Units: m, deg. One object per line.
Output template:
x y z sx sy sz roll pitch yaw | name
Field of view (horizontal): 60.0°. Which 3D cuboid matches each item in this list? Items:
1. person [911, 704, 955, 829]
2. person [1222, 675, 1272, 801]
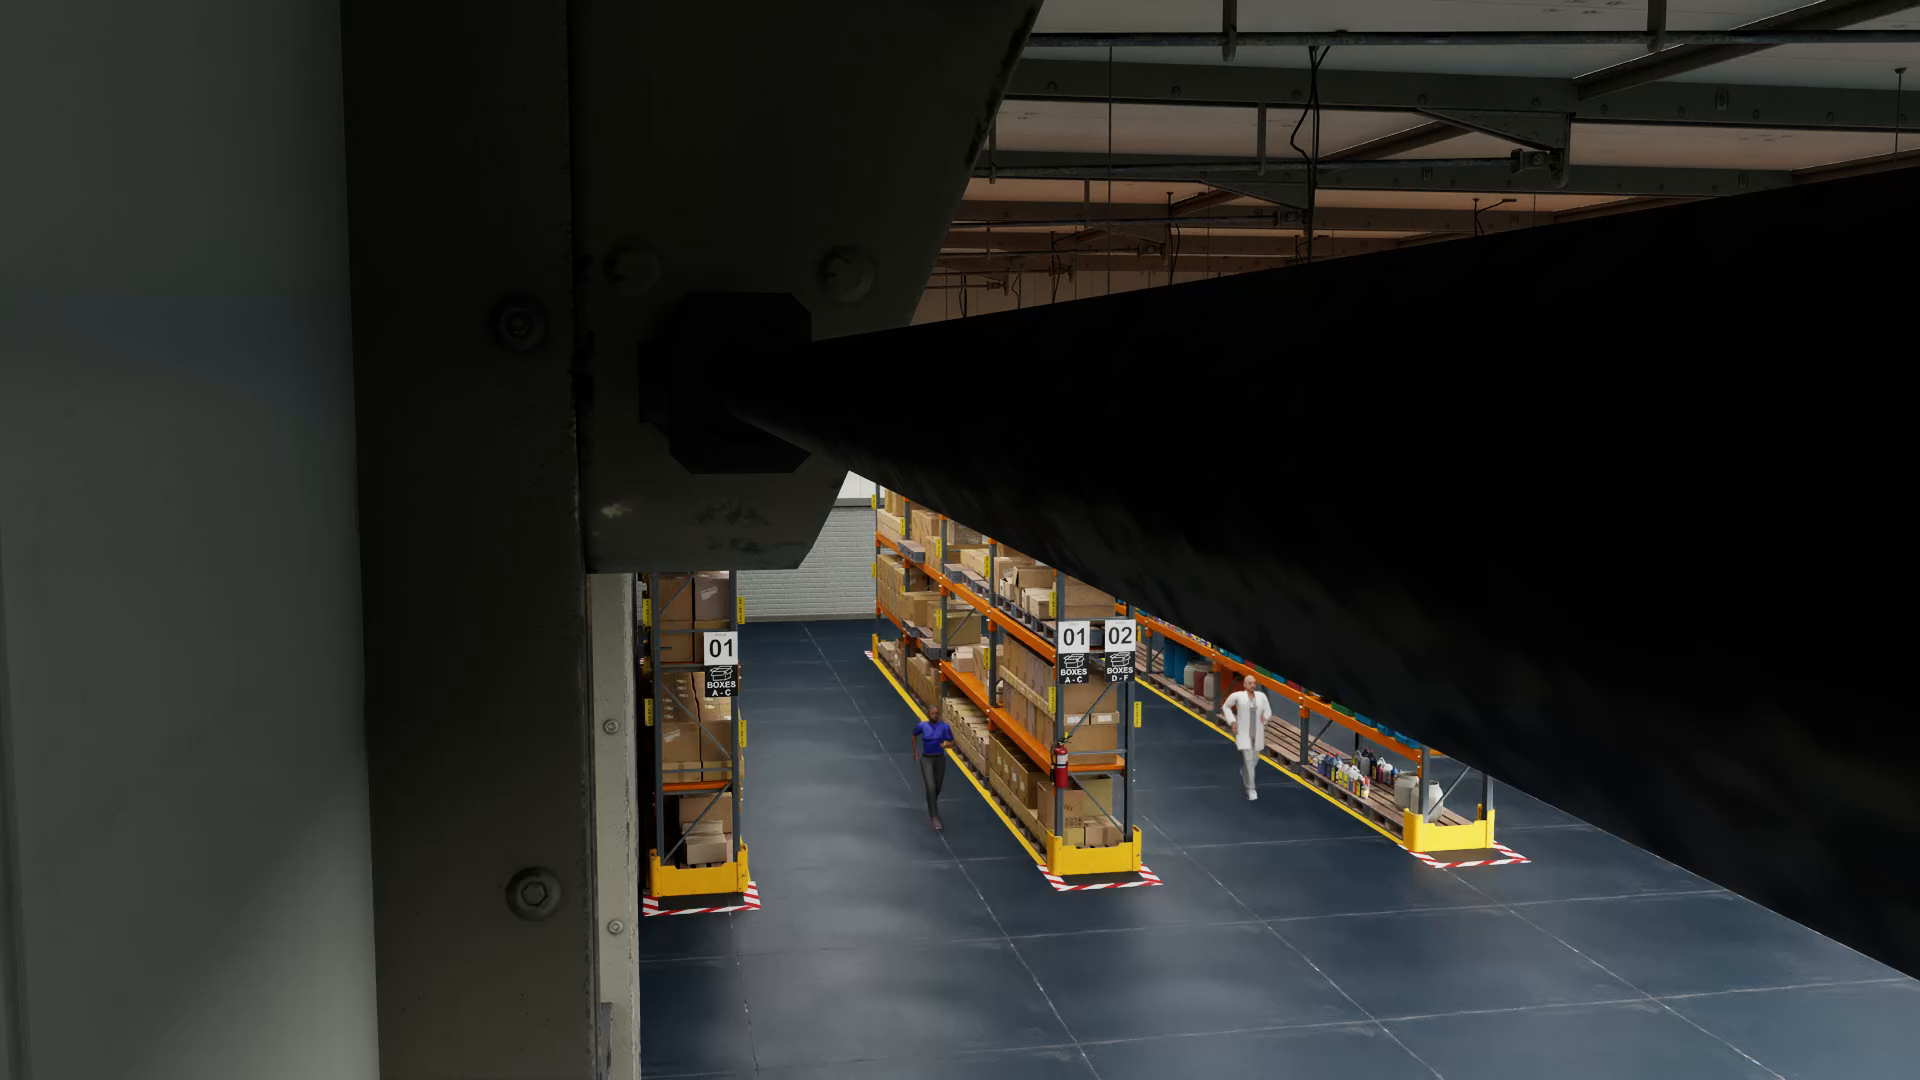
-0.372 3.103 23.202 0.567 1.661 0.933 -1 6 -12 | person
4.296 2.899 24.767 0.705 1.794 0.921 -1 6 -10 | person
